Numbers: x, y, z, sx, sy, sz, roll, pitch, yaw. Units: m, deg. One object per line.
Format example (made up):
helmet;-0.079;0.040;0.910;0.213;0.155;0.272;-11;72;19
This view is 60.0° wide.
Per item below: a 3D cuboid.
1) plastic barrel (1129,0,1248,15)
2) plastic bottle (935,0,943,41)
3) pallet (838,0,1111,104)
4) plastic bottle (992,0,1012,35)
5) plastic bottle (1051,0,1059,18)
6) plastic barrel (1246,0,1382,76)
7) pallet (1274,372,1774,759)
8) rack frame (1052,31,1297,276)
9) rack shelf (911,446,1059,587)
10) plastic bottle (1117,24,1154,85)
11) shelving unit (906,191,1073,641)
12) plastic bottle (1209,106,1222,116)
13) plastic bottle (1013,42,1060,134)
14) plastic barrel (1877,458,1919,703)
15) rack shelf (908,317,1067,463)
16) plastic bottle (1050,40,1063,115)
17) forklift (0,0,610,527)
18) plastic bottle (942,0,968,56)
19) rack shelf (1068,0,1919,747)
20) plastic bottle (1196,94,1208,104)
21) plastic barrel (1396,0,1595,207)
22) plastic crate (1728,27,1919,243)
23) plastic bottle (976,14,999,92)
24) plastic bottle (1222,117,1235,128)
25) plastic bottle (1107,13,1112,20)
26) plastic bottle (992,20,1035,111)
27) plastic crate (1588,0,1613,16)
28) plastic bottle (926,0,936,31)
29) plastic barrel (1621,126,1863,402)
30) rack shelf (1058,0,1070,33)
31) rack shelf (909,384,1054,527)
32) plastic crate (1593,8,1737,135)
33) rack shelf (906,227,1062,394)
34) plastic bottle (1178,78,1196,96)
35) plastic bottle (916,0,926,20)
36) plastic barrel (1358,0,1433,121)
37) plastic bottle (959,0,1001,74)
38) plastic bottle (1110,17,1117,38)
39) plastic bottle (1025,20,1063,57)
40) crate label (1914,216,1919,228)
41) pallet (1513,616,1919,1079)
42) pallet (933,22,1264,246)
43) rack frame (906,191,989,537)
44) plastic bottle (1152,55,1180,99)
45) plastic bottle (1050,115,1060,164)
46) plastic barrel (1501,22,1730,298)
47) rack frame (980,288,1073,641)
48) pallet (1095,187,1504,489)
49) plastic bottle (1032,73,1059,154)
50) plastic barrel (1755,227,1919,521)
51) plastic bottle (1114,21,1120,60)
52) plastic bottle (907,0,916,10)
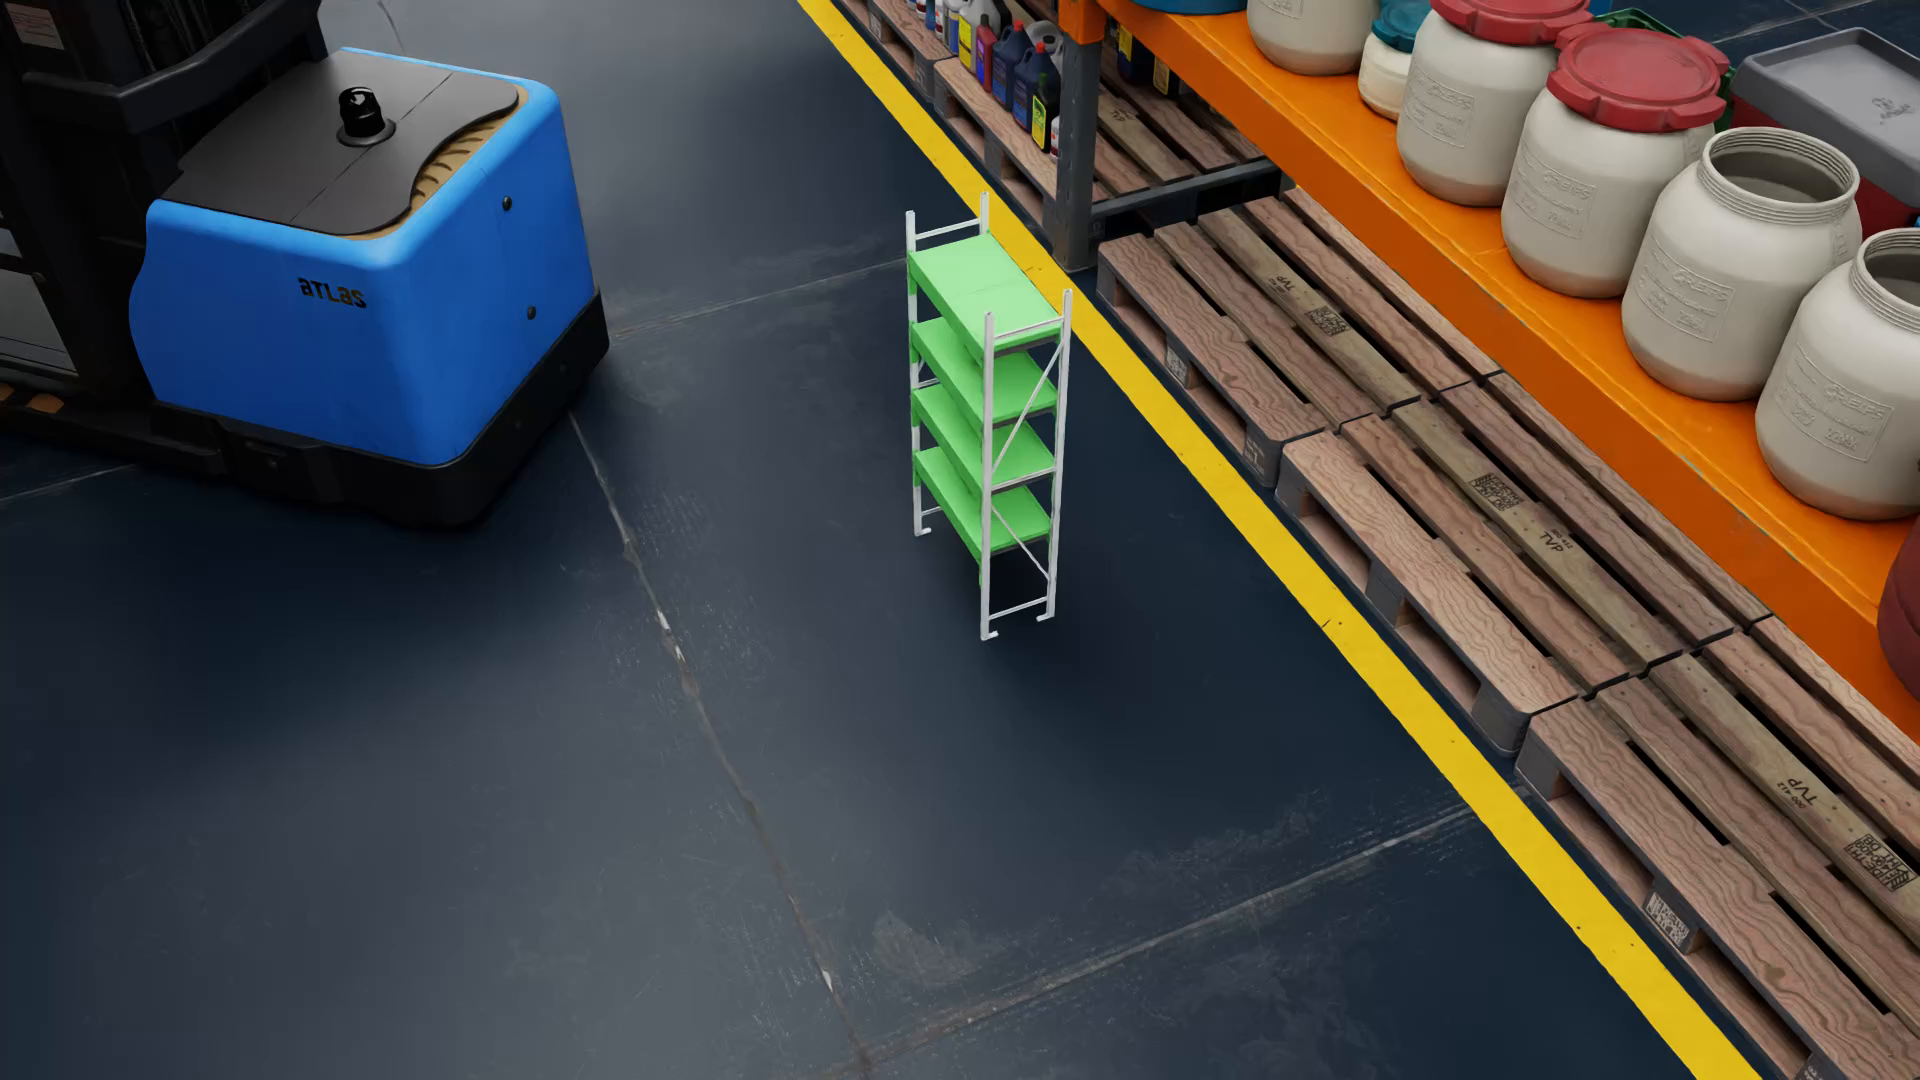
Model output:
plastic barrel;0.718;-2.090;4.875;0.600;0.901;0.708;-18;47;-17
plastic bottle;-0.057;-2.233;7.056;0.097;0.201;0.097;0;45;0
pallet;0.069;-2.473;7.606;1.003;0.211;1.213;-18;47;-17
plastic bottle;0.164;-2.137;6.901;0.061;0.283;0.133;-18;47;-17
plastic bottle;0.486;-2.402;7.175;0.152;0.276;0.135;-18;47;-17
plastic barrel;1.034;-1.621;4.660;0.433;0.535;0.433;0;45;0
pallet;1.713;0.013;5.086;1.003;0.211;1.213;-18;47;-17
rack frame;0.831;-2.247;5.392;1.000;3.000;0.127;-18;47;-17
rack shelf;0.070;-0.105;4.935;0.258;0.148;0.480;-18;47;-17
plastic bottle;0.737;-2.055;6.770;0.144;0.351;0.185;-18;47;-17
shelving unit;0.070;-0.322;4.722;0.258;1.200;0.503;-18;47;-17
plastic bottle;1.052;-1.805;6.622;0.097;0.201;0.097;0;45;0
plastic bottle;0.299;-1.786;6.497;0.144;0.351;0.185;-19;48;-18
plastic barrel;2.043;0.047;2.969;0.600;0.536;0.708;-18;47;-17
rack shelf;0.070;-0.447;4.598;0.258;0.148;0.480;-18;47;-17
plastic bottle;0.429;-1.828;6.540;0.144;0.351;0.185;-18;47;-17
forklift;-2.804;-1.706;4.892;3.031;2.935;1.130;13;46;13
plastic bottle;0.017;-2.192;6.962;0.152;0.276;0.135;-17;47;-17
rack shelf;1.672;-0.716;4.353;1.077;0.370;4.000;-18;47;-17
plastic bottle;1.009;-1.870;6.688;0.097;0.201;0.097;0;45;0
plastic barrel;1.343;-1.153;4.186;0.433;0.535;0.433;0;45;0
plastic crate;2.111;-0.841;3.921;0.402;0.464;0.583;-18;47;-17
plastic bottle;0.112;-1.976;6.737;0.061;0.283;0.133;-15;47;-15
plastic bottle;1.095;-1.765;6.532;0.097;0.271;0.097;0;45;0
plastic bottle;0.691;-2.352;7.177;0.097;0.201;0.097;0;45;0
plastic bottle;0.218;-1.908;6.621;0.144;0.351;0.185;-20;48;-19
plastic crate;1.577;-1.630;4.778;0.392;0.384;0.575;-18;47;-17
plastic bottle;-0.100;-2.323;7.098;0.097;0.271;0.097;0;45;0
plastic barrel;1.709;-0.599;3.641;0.421;0.512;0.421;0;45;0
rack shelf;-0.010;-3.265;6.936;1.077;0.370;4.000;-18;47;-17
rack shelf;0.070;-0.276;4.767;0.258;0.148;0.480;-18;47;-17
plastic crate;1.819;-1.145;4.426;0.450;0.188;0.662;-18;47;-17
rack shelf;0.070;-0.618;4.429;0.258;0.148;0.480;-18;47;-17
plastic bottle;0.934;-1.965;6.731;0.152;0.276;0.135;-16;47;-16
plastic bottle;-0.144;-2.364;7.189;0.097;0.201;0.097;0;45;0
plastic barrel;1.248;-1.309;4.539;0.301;0.262;0.301;0;45;0
plastic bottle;0.082;-2.114;6.830;0.144;0.351;0.185;-18;47;-18
plastic bottle;0.693;-2.272;7.047;0.097;0.271;0.097;0;45;0
plastic bottle;0.342;-1.941;6.708;0.152;0.276;0.135;-18;47;-17
crate label;2.340;-0.424;3.518;0.502;0.435;0.616;-18;47;-17
pallet;2.222;0.790;4.300;1.003;0.211;1.213;-18;47;-17
pallet;0.586;-1.695;6.817;1.003;0.211;1.213;-18;47;-17
rack frame;-0.033;-0.477;4.879;0.240;1.200;0.015;-18;47;-17
plastic bottle;0.837;-1.935;6.696;0.061;0.283;0.133;-18;47;-17
plastic bottle;0.396;-1.547;6.361;0.097;0.201;0.097;0;45;0
plastic barrel;1.525;-0.878;3.907;0.433;0.535;0.433;0;45;0
rack frame;0.172;-0.166;4.564;0.240;1.200;0.015;-18;47;-17
pallet;1.196;-0.765;5.875;1.003;0.211;1.213;-18;47;-17
plastic bottle;0.329;-1.646;6.403;0.061;0.283;0.133;-16;47;-15
plastic barrel;1.886;-0.330;3.369;0.421;0.512;0.421;0;45;0
plastic bottle;0.697;-2.126;6.898;0.097;0.271;0.097;0;45;0
plastic bottle;-0.185;-2.452;7.228;0.097;0.271;0.097;0;45;0
